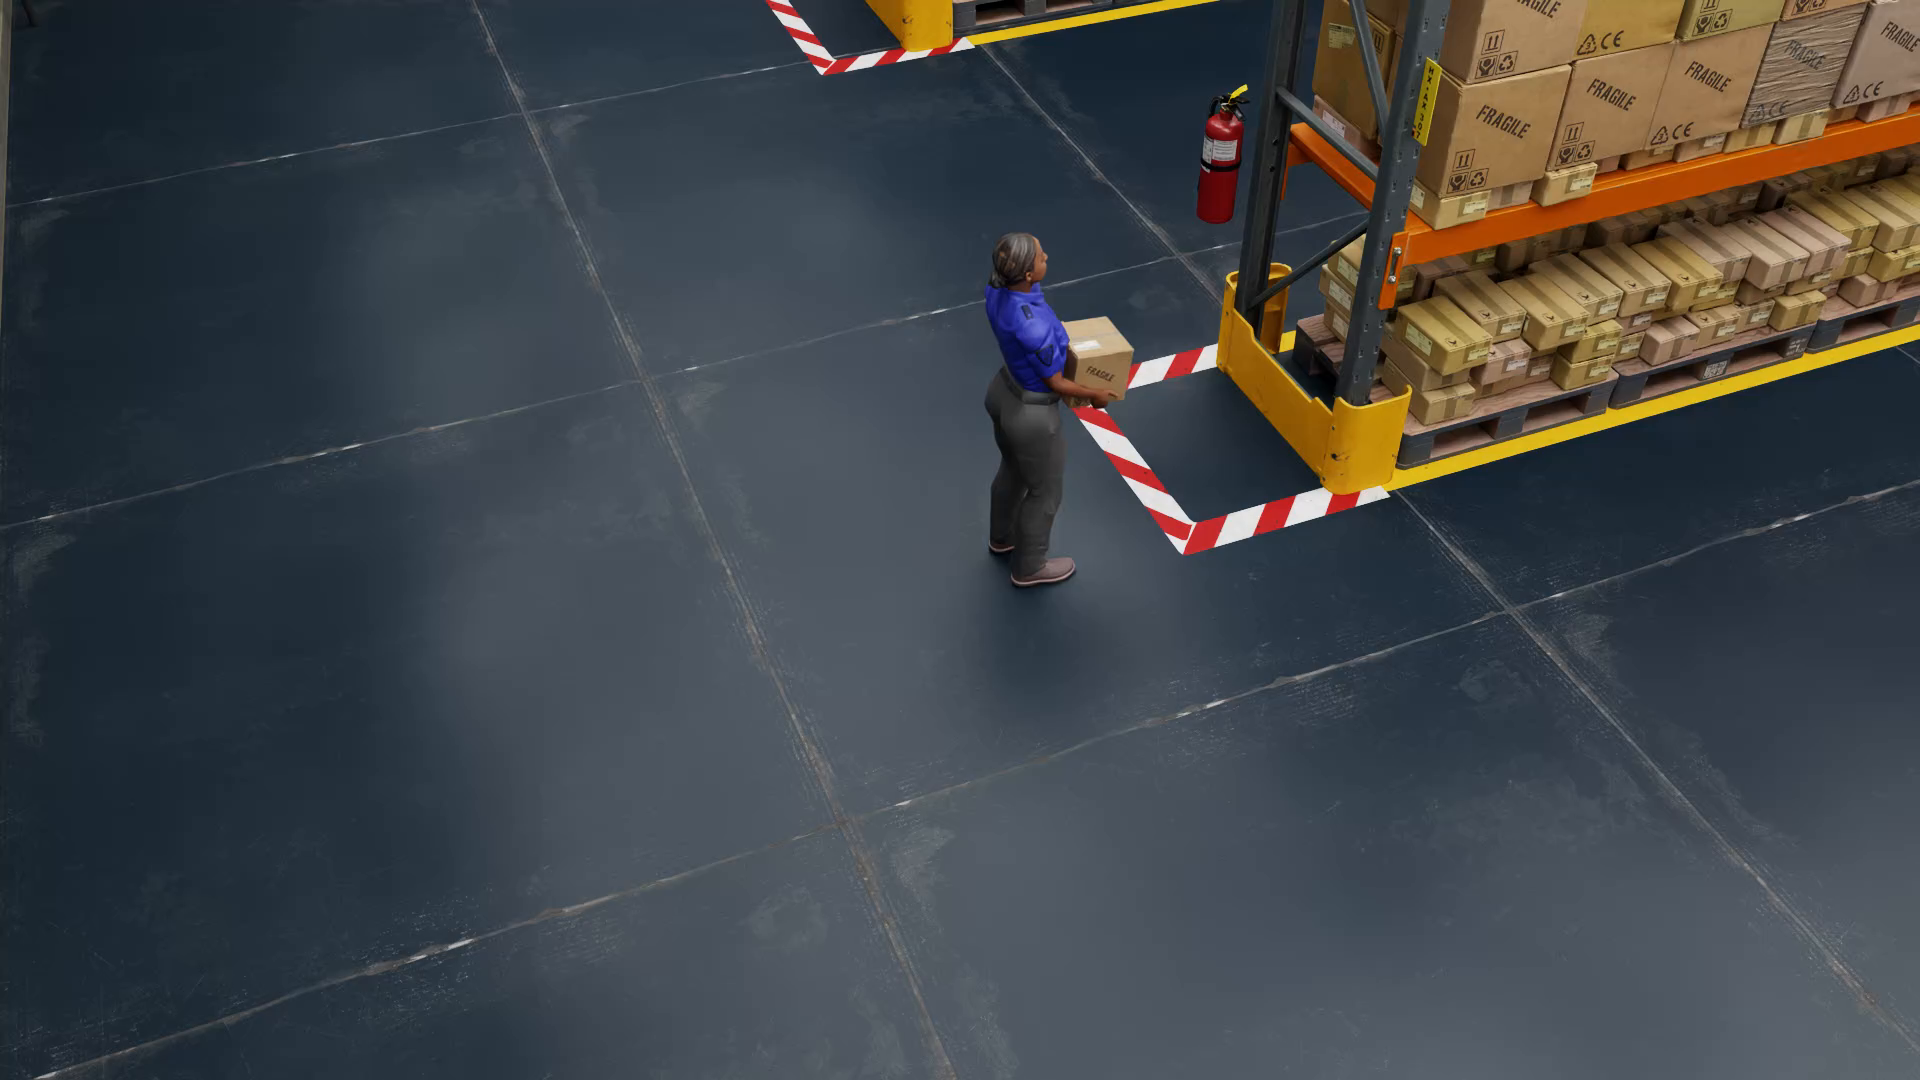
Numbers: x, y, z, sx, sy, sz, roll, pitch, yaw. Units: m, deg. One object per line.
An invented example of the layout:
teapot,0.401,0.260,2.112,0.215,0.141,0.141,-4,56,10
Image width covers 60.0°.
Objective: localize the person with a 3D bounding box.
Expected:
person,0.348,-0.548,6.776,0.512,1.649,0.452,-16,44,-17
